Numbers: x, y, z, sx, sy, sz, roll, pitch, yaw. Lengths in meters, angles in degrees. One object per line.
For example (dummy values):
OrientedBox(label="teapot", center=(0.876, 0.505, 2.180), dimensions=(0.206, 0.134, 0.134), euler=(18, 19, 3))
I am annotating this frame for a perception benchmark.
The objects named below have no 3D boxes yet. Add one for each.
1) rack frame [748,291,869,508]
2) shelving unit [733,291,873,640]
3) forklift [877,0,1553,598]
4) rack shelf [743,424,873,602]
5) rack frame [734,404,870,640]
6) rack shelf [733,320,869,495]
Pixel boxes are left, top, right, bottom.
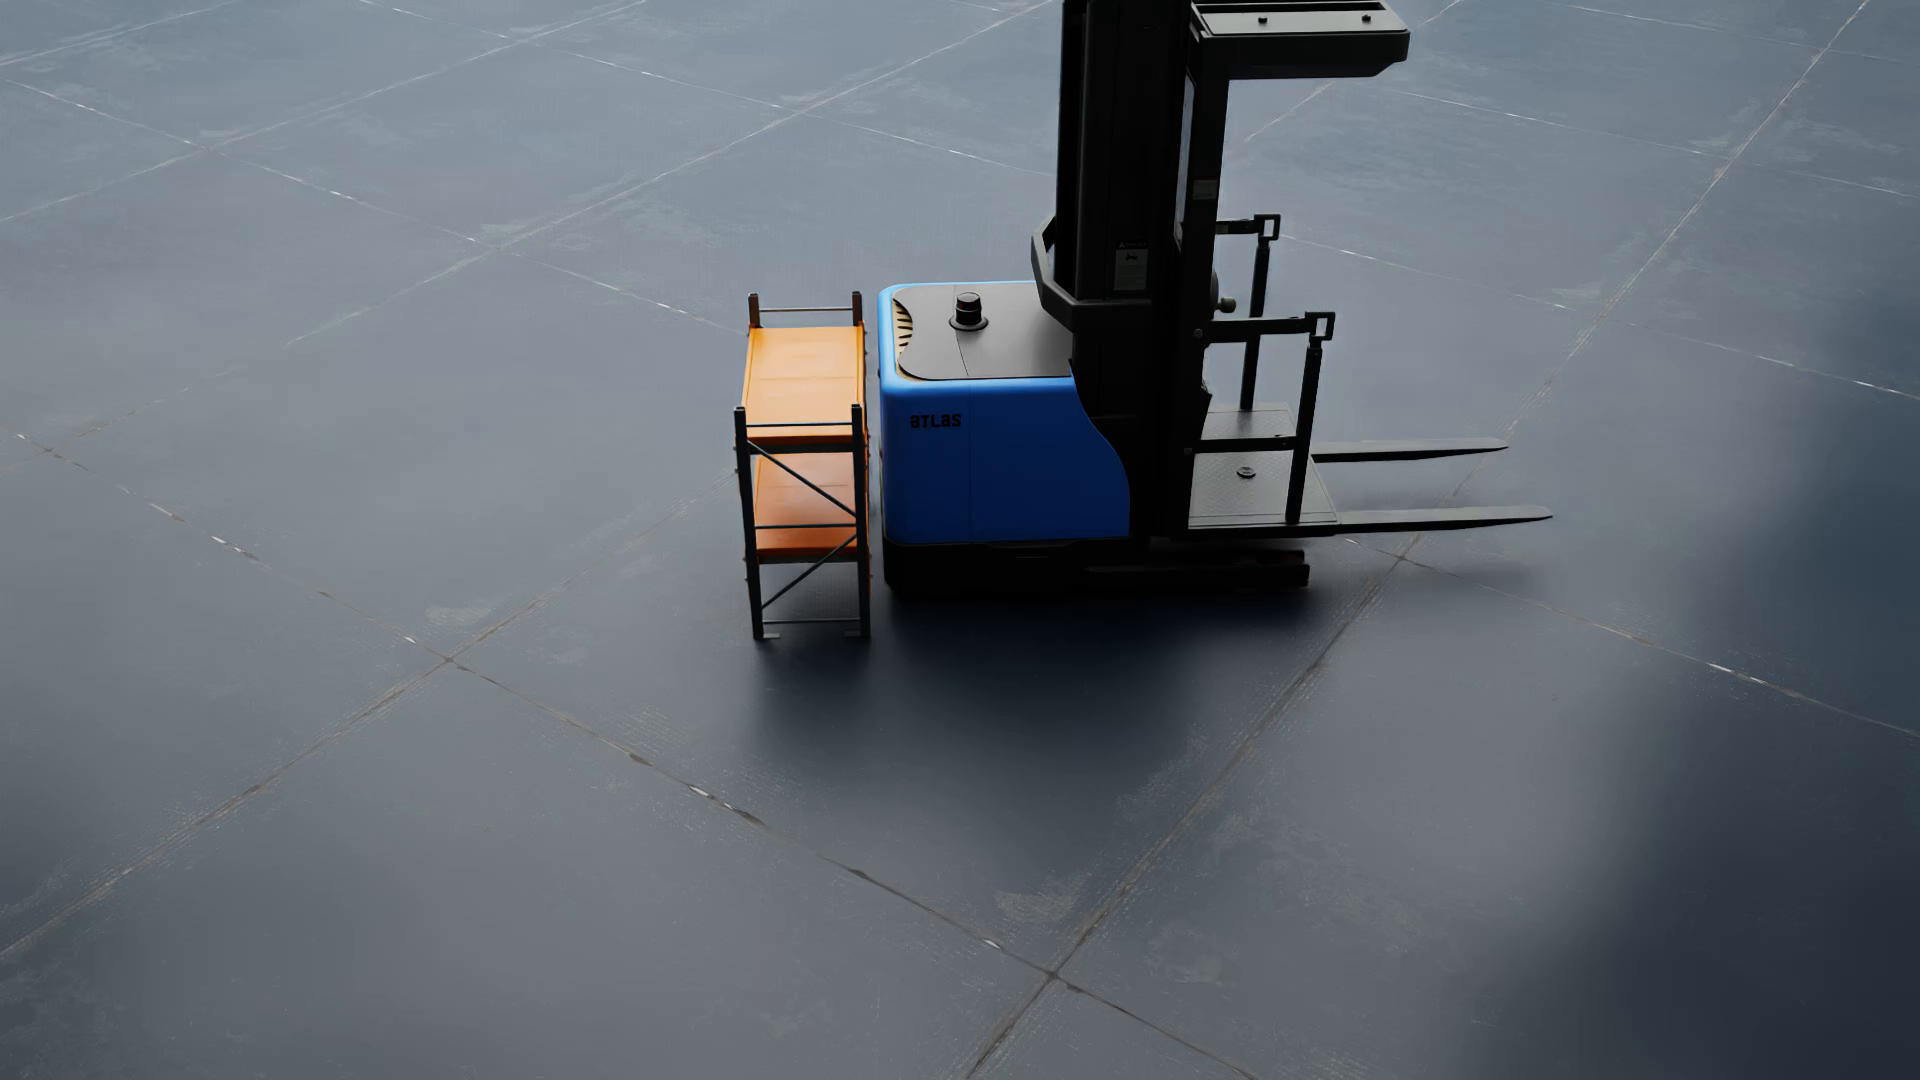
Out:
OrientedBox(label="rack frame", center=(-0.685, -0.624, 7.668), dimensions=(0.500, 1.125, 0.032), euler=(-2, 34, -2))
OrientedBox(label="shelving unit", center=(-0.660, -0.339, 7.248), dimensions=(0.538, 1.125, 1.048), euler=(-2, 34, -2))
OrientedBox(label="forklift", center=(1.151, -1.272, 7.015), dimensions=(3.031, 2.935, 1.130), euler=(-2, 34, -3))
OrientedBox(label="rack shelf", center=(-0.660, -0.137, 7.385), dimensions=(0.538, 0.278, 1.000), euler=(-2, 34, -2))
OrientedBox(label="rack frame", center=(-0.635, -0.055, 6.827), dimensions=(0.500, 1.125, 0.032), euler=(-2, 34, -2))
OrientedBox(label="rack shelf", center=(-0.660, -0.582, 7.084), dimensions=(0.538, 0.278, 1.000), euler=(-2, 34, -2))
